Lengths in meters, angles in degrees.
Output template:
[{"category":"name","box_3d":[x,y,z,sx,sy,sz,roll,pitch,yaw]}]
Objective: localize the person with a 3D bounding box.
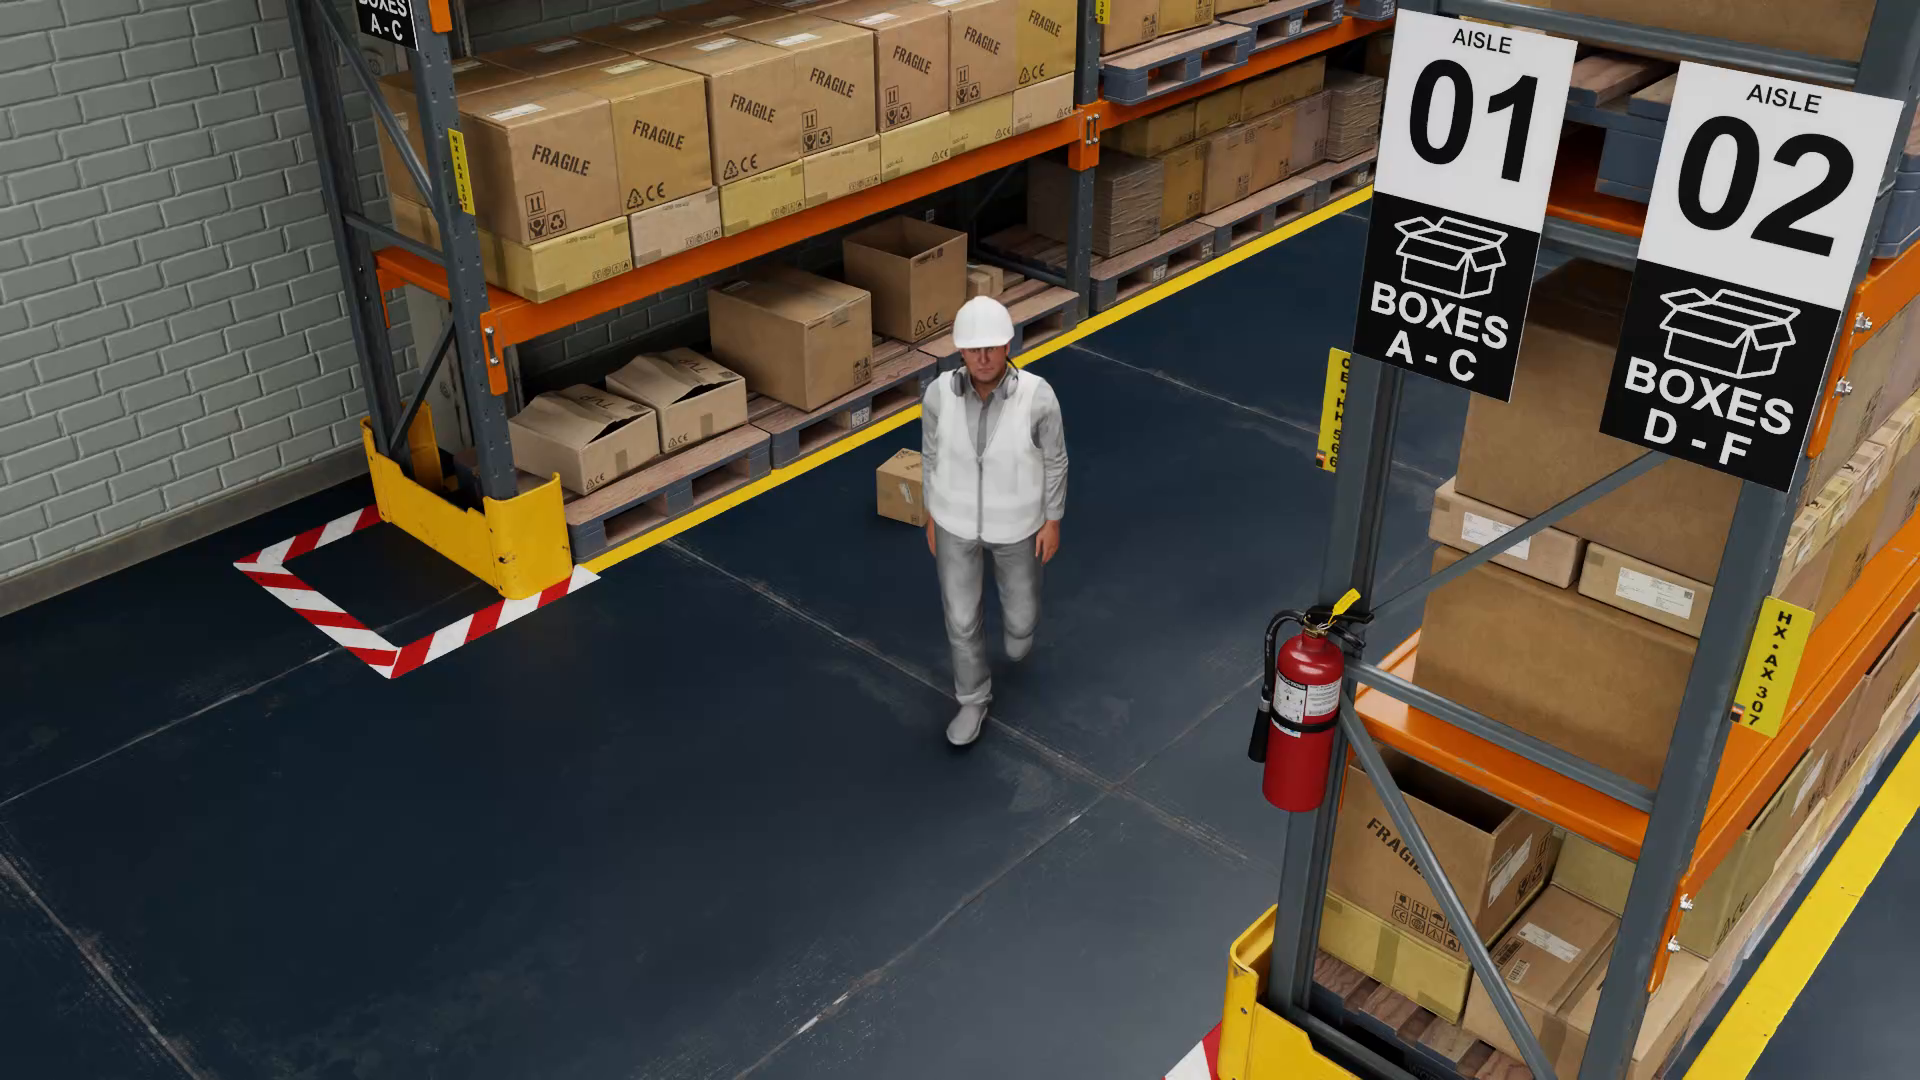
[{"category":"person","box_3d":[0.133,-0.116,6.273,0.549,1.755,0.743,5,32,9]}]
